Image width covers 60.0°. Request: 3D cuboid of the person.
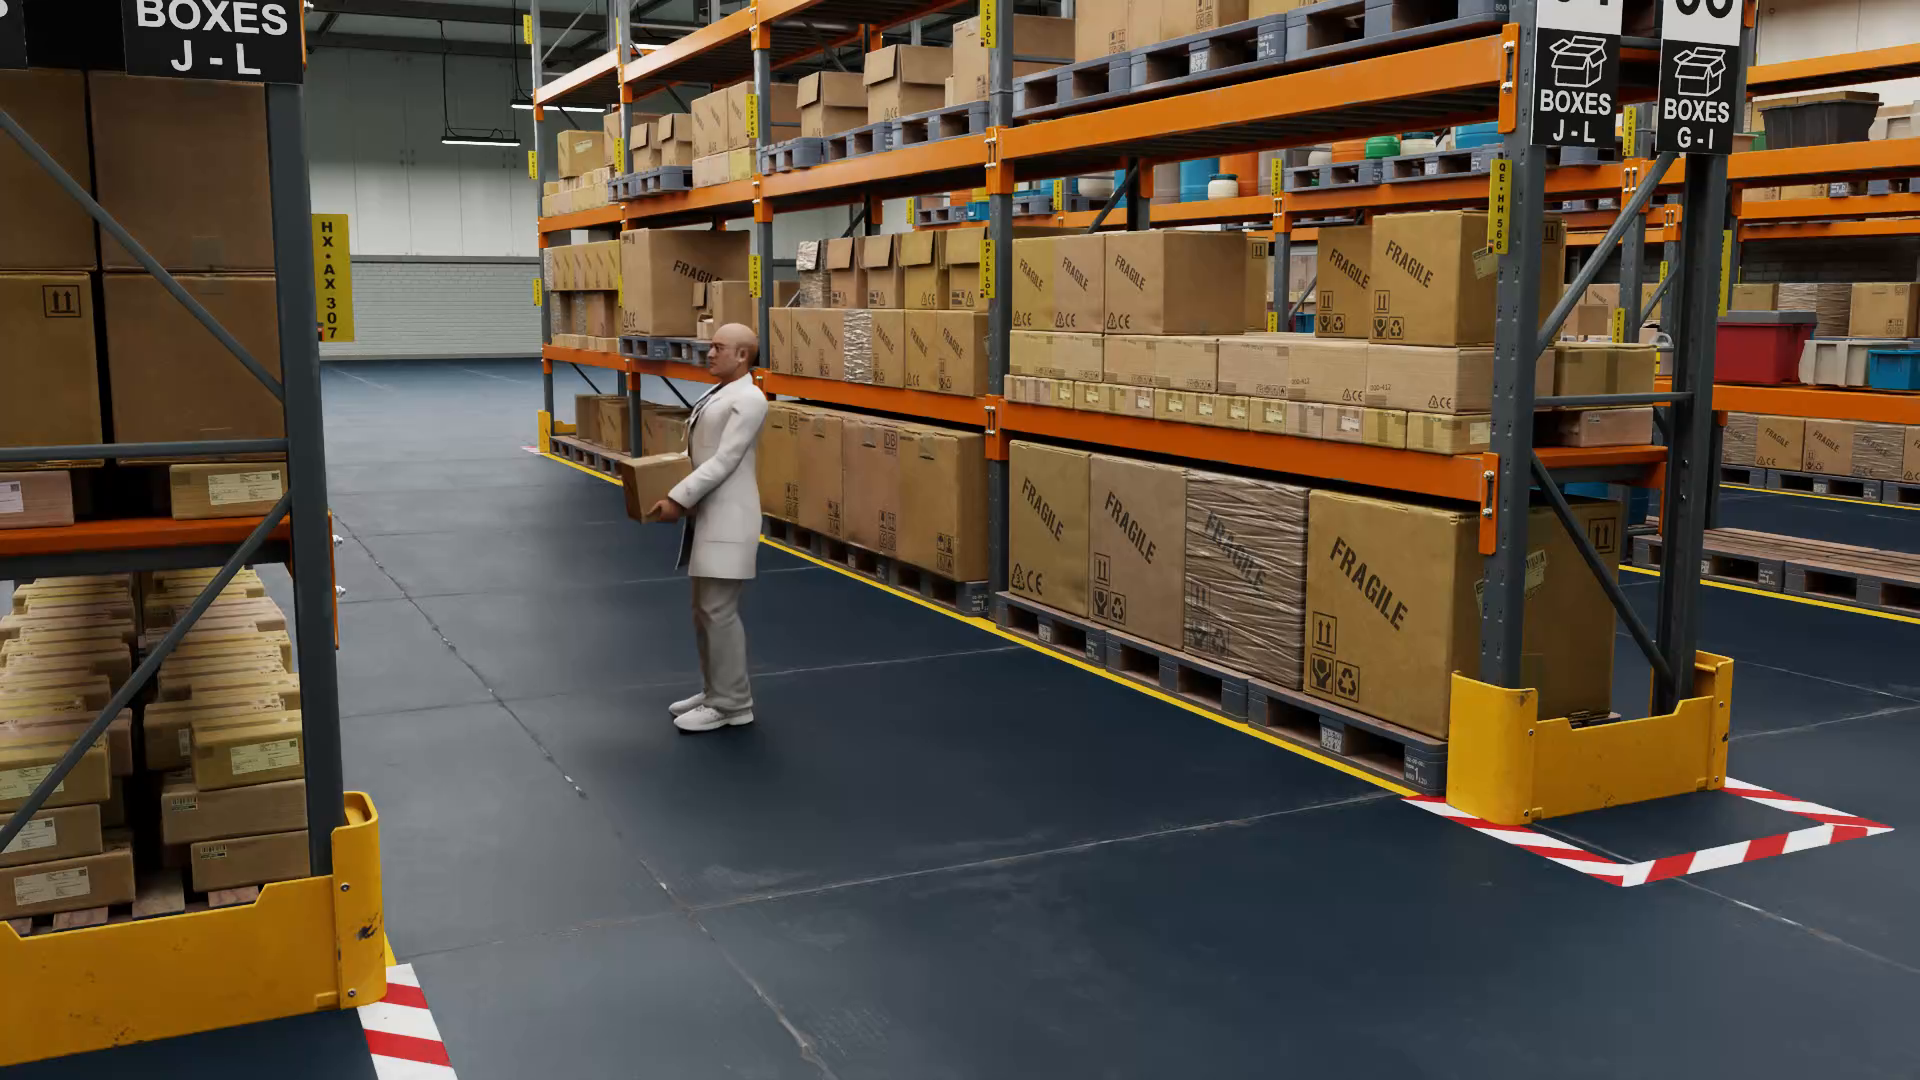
[{"bbox_3d":[-1.138,-0.059,7.313,0.553,1.772,0.529,-4,9,-25],"label":"person"}]
